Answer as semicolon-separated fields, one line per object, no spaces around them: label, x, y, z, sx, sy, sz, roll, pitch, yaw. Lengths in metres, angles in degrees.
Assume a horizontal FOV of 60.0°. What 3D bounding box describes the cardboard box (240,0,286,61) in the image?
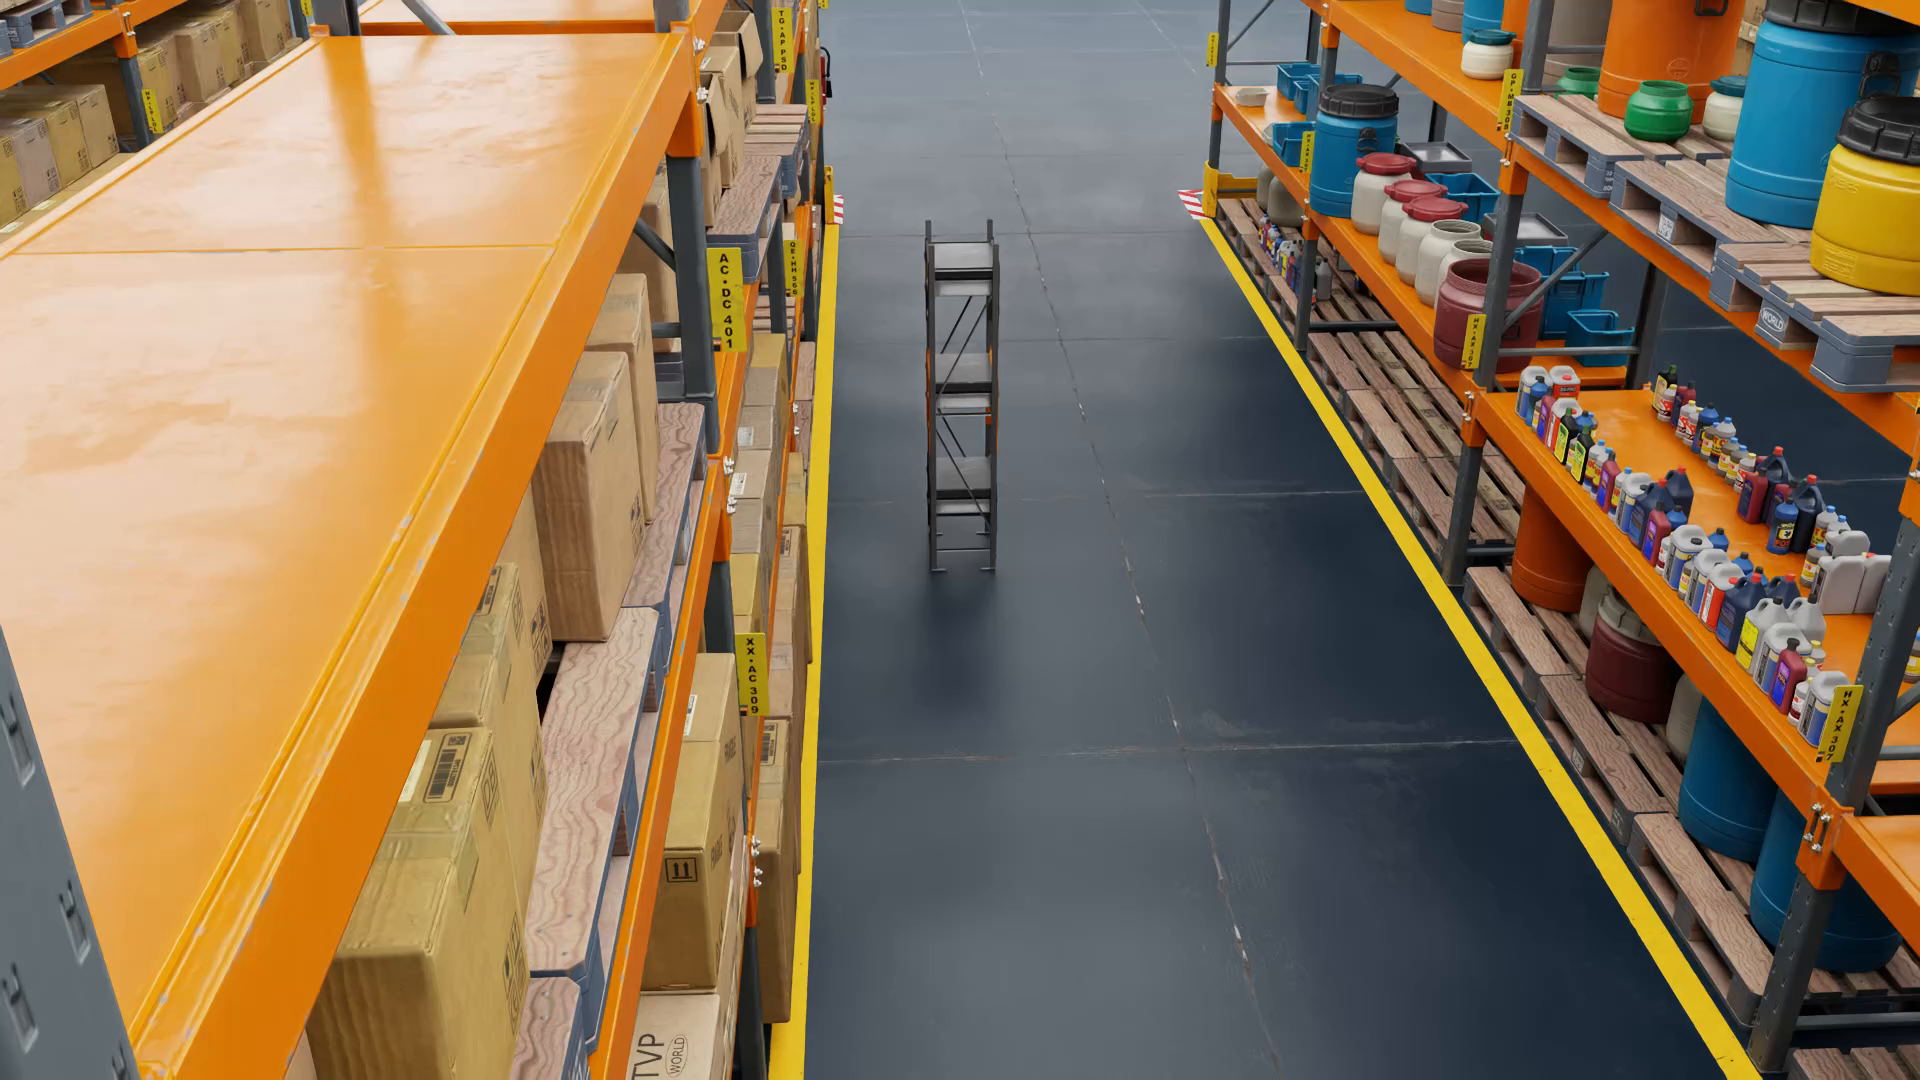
cardboard box;-6.738;-4.701;15.190;0.875;0.550;0.550;-1;28;-3

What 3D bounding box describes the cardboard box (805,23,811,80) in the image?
cardboard box;-1.469;-3.870;13.415;0.500;0.500;0.500;-1;28;-3

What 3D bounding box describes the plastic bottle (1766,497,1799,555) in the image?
plastic bottle;3.855;-0.072;7.783;0.097;0.271;0.097;0;28;0

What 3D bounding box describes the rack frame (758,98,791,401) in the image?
rack frame;-1.463;-0.958;9.344;1.000;3.000;0.127;-1;28;-3

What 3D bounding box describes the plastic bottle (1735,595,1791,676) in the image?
plastic bottle;3.317;0.375;6.841;0.144;0.351;0.185;-1;28;-3

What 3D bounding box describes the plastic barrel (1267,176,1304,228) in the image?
plastic barrel;3.202;-3.322;16.112;0.421;0.512;0.421;0;28;0

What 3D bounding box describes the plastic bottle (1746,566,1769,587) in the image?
plastic bottle;3.427;0.239;7.187;0.097;0.271;0.097;0;28;0

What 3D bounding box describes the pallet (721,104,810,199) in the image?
pallet;-1.376;-1.908;8.126;1.213;0.211;1.003;0;28;0

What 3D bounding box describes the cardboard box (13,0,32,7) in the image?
cardboard box;-6.346;-3.661;10.883;0.500;0.250;0.500;-2;28;-3

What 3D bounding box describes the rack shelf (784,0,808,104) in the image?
rack shelf;-1.567;-2.893;10.587;1.077;0.370;4.000;-1;28;-3

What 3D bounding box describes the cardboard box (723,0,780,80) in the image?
cardboard box;-1.231;-2.777;8.939;0.500;0.500;0.500;-1;28;-2

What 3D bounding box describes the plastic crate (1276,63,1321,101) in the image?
plastic crate;3.391;-4.482;16.261;0.499;0.251;0.616;-1;28;-3

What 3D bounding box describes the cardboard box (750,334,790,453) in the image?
cardboard box;-1.190;-0.781;8.895;0.500;0.500;0.500;-1;28;-1

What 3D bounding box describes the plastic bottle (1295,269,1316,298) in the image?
plastic bottle;2.953;-2.236;14.182;0.144;0.351;0.185;-2;28;-4

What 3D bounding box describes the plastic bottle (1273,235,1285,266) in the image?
plastic bottle;2.883;-2.615;14.994;0.097;0.271;0.097;0;28;0

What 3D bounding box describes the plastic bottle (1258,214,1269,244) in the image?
plastic bottle;2.849;-2.913;15.566;0.097;0.271;0.097;0;28;0

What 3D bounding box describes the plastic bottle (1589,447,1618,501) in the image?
plastic bottle;3.210;-0.332;8.282;0.097;0.271;0.097;0;28;0

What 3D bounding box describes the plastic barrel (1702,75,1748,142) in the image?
plastic barrel;3.686;-2.041;7.872;0.301;0.262;0.301;0;28;0

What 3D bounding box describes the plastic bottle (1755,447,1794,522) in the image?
plastic bottle;3.957;-0.277;8.091;0.144;0.351;0.185;-1;28;-3

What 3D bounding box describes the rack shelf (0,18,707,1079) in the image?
rack shelf;-1.150;-0.351;2.902;1.077;0.370;4.000;-1;28;-3

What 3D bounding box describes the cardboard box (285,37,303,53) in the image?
cardboard box;-6.775;-4.476;15.926;0.875;0.550;0.550;-1;28;-3

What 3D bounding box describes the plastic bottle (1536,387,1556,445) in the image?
plastic bottle;3.155;-0.666;8.909;0.061;0.283;0.133;-1;28;-3

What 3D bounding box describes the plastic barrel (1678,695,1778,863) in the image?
plastic barrel;3.644;0.935;7.529;0.600;0.901;0.708;-1;28;-3

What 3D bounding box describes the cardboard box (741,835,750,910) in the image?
cardboard box;-0.911;1.133;5.605;0.380;0.149;0.250;-1;28;-2

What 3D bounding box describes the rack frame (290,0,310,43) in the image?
rack frame;-6.839;-4.580;16.287;1.000;3.000;0.127;-1;28;-3

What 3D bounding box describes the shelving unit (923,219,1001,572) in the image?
shelving unit;0.009;-0.855;10.118;0.431;2.100;0.503;-1;28;-3

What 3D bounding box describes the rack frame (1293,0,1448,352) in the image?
rack frame;3.274;-2.925;13.115;1.000;3.000;0.127;-1;28;-3

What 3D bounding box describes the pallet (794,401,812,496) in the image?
pallet;-1.563;-0.645;11.758;1.003;0.211;1.213;-1;28;-3

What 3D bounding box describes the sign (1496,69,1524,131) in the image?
sign;2.934;-2.345;8.872;0.100;0.325;0.005;-1;28;-3

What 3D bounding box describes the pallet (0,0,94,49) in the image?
pallet;-6.533;-3.555;11.286;0.805;0.209;1.217;-2;28;-5

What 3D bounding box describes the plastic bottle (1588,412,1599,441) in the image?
plastic bottle;3.331;-0.580;8.833;0.097;0.201;0.097;0;28;0

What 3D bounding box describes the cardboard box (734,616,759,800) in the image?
cardboard box;-1.028;0.626;6.198;0.500;0.500;0.500;-1;28;-2

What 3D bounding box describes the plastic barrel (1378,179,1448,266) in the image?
plastic barrel;3.144;-2.199;11.576;0.433;0.535;0.433;0;28;0

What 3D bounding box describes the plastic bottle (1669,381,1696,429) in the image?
plastic bottle;3.942;-0.743;9.057;0.061;0.283;0.133;-1;28;-3

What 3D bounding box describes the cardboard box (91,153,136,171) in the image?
cardboard box;-6.336;-2.542;12.272;0.500;0.500;0.500;-2;28;-3

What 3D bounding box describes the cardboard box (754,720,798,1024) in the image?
cardboard box;-1.307;1.350;6.762;1.225;0.875;0.875;-1;28;-2

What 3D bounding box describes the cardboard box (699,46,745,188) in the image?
cardboard box;-1.226;-1.842;7.233;0.500;0.500;0.500;0;28;0

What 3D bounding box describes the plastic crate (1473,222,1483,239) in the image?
plastic crate;3.647;-2.034;11.635;0.450;0.188;0.662;-1;28;-3

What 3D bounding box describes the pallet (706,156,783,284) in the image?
pallet;-1.315;-1.392;7.136;1.003;0.211;1.213;0;28;0

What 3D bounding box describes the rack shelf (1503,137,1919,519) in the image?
rack shelf;3.588;-1.165;7.275;1.077;0.370;4.000;-1;28;-3

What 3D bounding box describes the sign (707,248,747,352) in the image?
sign;-0.700;-0.719;4.997;0.100;0.325;0.005;-1;28;-3

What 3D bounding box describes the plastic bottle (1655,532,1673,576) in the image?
plastic bottle;3.251;0.060;7.607;0.097;0.201;0.097;0;28;0

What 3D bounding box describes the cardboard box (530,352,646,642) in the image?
cardboard box;-1.130;-0.107;3.798;0.700;0.500;0.500;0;28;0

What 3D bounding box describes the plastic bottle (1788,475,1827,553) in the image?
plastic bottle;3.973;-0.130;7.809;0.144;0.351;0.185;-1;28;-3

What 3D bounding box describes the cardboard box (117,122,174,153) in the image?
cardboard box;-6.661;-2.969;13.037;0.875;0.550;0.550;-1;28;-3

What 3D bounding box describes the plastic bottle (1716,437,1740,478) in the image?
plastic bottle;3.956;-0.428;8.542;0.097;0.201;0.097;0;28;0

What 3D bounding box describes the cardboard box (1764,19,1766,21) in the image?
cardboard box;8.060;-5.027;15.633;0.700;0.500;0.500;-2;28;-4

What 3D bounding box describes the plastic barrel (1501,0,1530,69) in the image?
plastic barrel;3.623;-3.285;10.096;0.600;0.830;0.708;-1;28;-3

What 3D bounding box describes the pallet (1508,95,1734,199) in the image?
pallet;3.426;-1.968;8.241;1.003;0.211;1.213;-1;28;-3

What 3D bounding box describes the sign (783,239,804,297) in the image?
sign;-0.909;-1.487;9.104;0.100;0.325;0.005;-1;28;-3

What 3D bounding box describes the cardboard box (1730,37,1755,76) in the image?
cardboard box;8.024;-4.719;16.445;0.700;0.500;0.500;-1;28;-3
